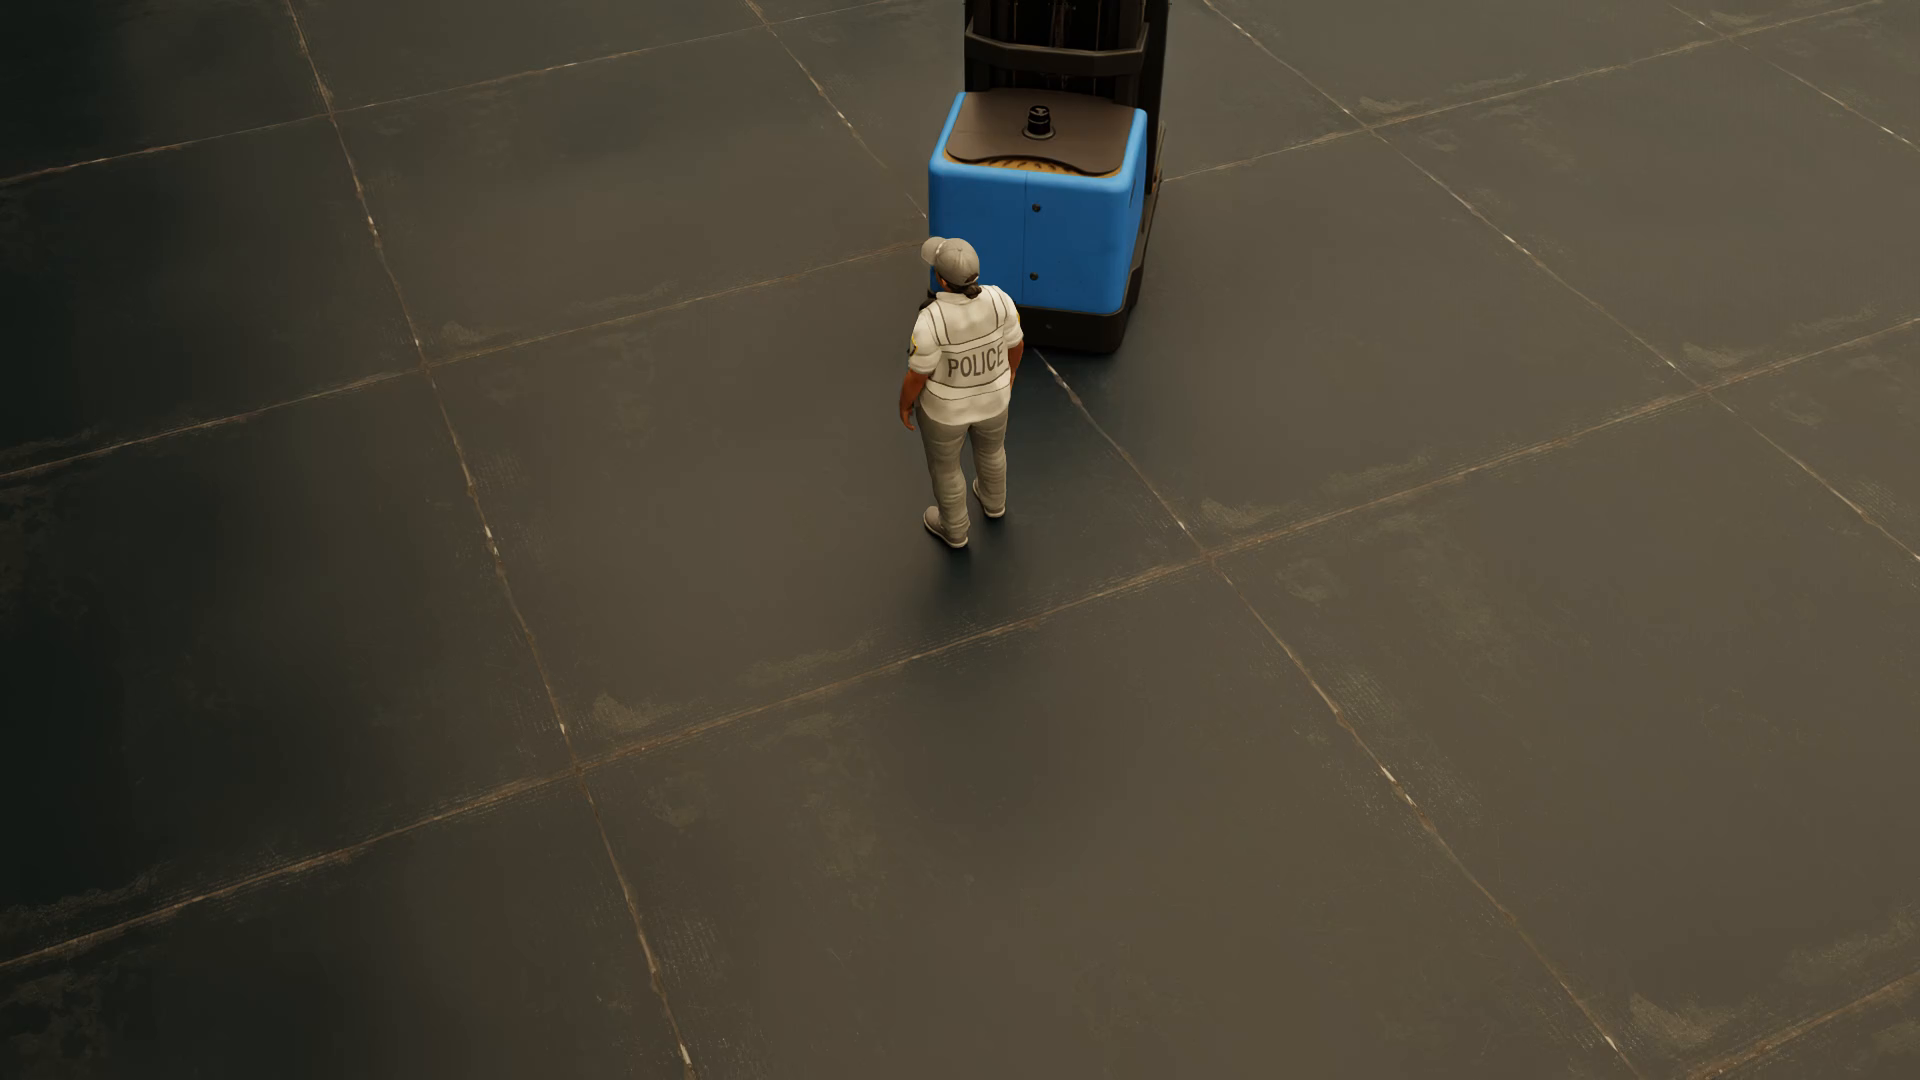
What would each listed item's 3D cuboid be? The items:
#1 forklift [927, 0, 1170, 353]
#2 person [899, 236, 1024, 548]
[{"bbox_3d":[0.615,-3.078,8.978,1.130,2.935,3.031,8,44,8],"label":"forklift"},{"bbox_3d":[-0.012,-0.670,7.313,0.598,1.670,0.525,-18,46,-18],"label":"person"}]
